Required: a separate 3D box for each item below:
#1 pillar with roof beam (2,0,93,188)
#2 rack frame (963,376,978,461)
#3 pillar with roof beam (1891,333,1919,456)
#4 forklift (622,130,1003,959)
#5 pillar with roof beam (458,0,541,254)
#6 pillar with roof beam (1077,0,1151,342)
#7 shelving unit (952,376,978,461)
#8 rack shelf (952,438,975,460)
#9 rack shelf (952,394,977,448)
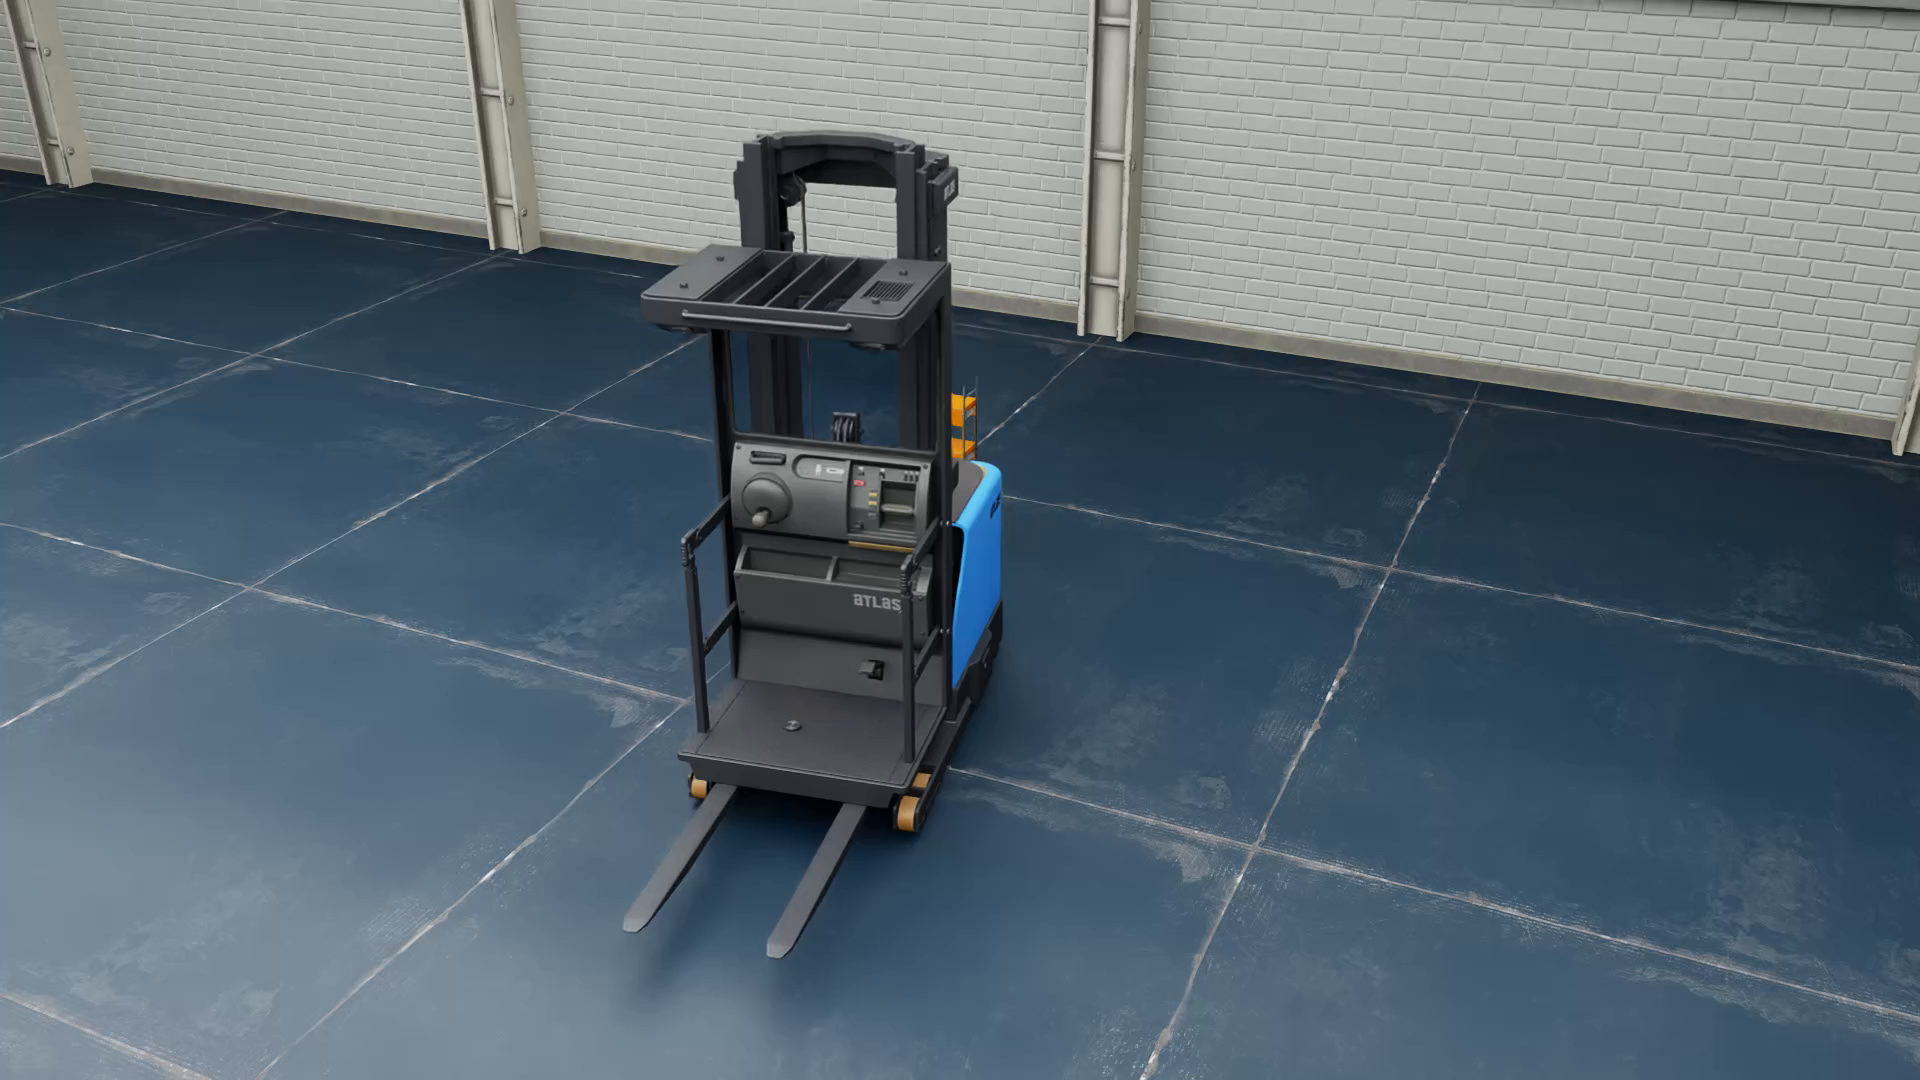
[{"bbox_3d":[-11.499,-6.212,12.680,0.400,9.000,9.100,11,28,22],"label":"pillar with roof beam"},{"bbox_3d":[0.062,-0.458,9.993,0.008,1.050,0.200,11,28,22],"label":"rack frame"},{"bbox_3d":[4.886,-2.921,5.996,0.400,9.000,9.100,11,28,22],"label":"pillar with roof beam"},{"bbox_3d":[-0.636,-0.176,7.290,1.130,2.935,3.031,7,27,13],"label":"forklift"},{"bbox_3d":[-6.037,-5.115,10.452,0.400,9.000,9.100,11,28,22],"label":"pillar with roof beam"},{"bbox_3d":[-0.576,-4.018,8.224,0.400,9.000,9.100,11,28,22],"label":"pillar with roof beam"},{"bbox_3d":[-0.049,-0.481,10.038,0.252,1.050,0.215,11,28,22],"label":"shelving unit"},{"bbox_3d":[-0.049,-0.471,10.043,0.240,0.259,0.215,11,28,22],"label":"rack shelf"},{"bbox_3d":[-0.049,-0.726,9.917,0.240,0.259,0.215,11,28,22],"label":"rack shelf"}]
